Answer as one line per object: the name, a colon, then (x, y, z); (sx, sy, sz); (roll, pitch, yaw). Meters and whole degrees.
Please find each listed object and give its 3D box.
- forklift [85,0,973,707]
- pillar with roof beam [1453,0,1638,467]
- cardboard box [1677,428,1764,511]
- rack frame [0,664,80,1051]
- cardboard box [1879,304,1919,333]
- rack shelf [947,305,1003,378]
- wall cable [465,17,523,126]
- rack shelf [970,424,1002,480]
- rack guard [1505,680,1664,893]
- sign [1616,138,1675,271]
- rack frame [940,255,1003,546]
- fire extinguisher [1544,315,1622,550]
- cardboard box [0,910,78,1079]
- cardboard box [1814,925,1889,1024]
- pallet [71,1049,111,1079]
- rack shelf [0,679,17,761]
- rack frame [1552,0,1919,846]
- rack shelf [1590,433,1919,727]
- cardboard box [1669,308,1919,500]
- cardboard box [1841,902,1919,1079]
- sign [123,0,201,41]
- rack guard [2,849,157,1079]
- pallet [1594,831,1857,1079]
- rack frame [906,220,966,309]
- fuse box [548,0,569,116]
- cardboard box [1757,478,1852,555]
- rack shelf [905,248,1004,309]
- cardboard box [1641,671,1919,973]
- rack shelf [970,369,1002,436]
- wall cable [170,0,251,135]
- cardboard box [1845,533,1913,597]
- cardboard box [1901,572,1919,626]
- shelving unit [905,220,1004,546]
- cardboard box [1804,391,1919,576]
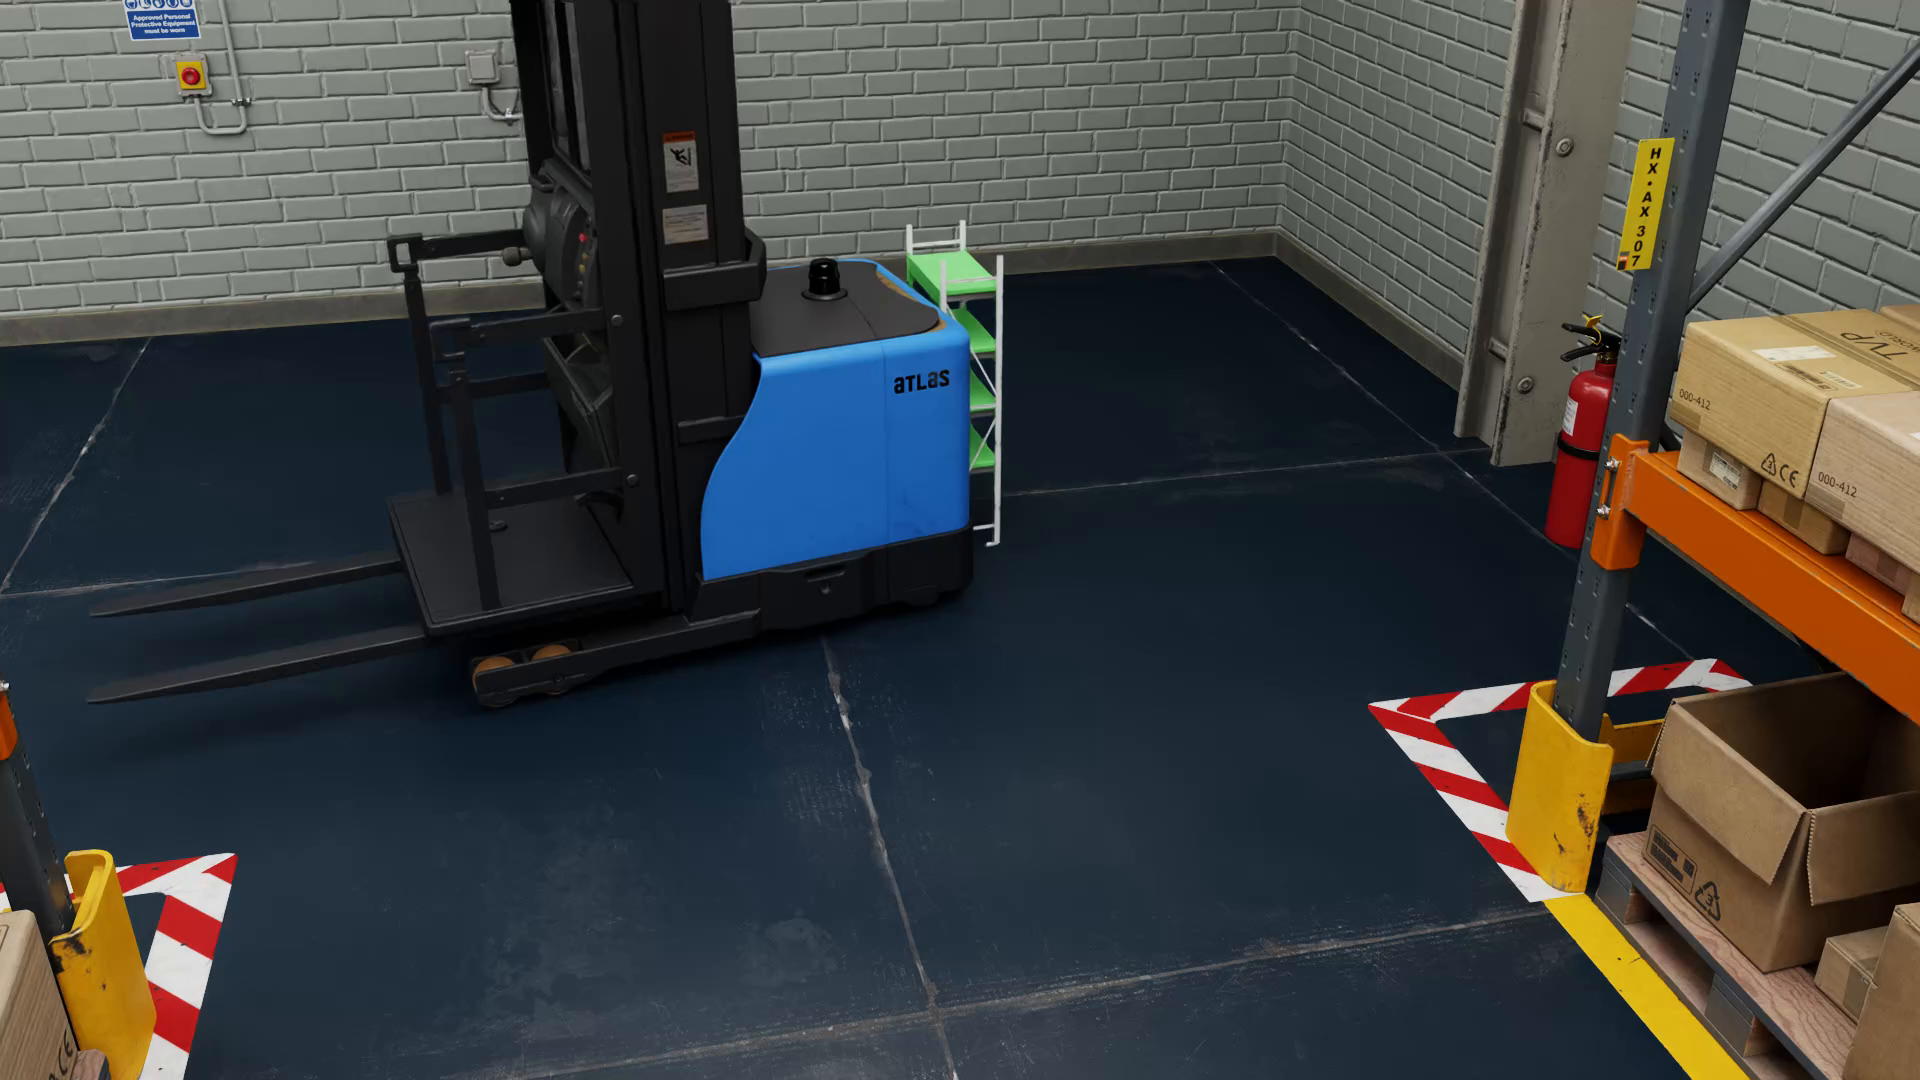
forklift: (-1.512, -1.014, 5.506); (3.031, 2.935, 1.130); (-11, 29, -21)
pillar with roof beam: (-1.707, -4.008, 4.704); (9.100, 9.000, 0.400); (-6, 27, -12)
cardboard box: (2.024, -0.208, 4.111); (0.380, 0.149, 0.250); (-6, 27, -12)
rack frame: (-2.618, 0.014, 3.394); (1.000, 3.000, 0.127); (-6, 27, -12)
cardboard box: (2.579, -0.383, 4.016); (0.500, 0.250, 0.500); (-5, 27, -10)
rack shelf: (-0.026, -0.770, 6.553); (0.258, 0.148, 0.480); (-8, 28, -15)
wall cable: (-2.533, -3.062, 8.360); (0.588, 1.984, 0.122); (-6, 27, -12)
rack shelf: (-0.026, -0.341, 6.769); (0.258, 0.148, 0.480); (-8, 28, -15)
rack guard: (2.234, 0.657, 4.893); (1.175, 0.500, 0.348); (-6, 27, -12)
sign: (1.688, -0.823, 4.091); (0.100, 0.325, 0.005); (-6, 27, -12)
rack frame: (0.043, -0.507, 6.423); (0.240, 1.200, 0.015); (-8, 28, -15)
fire extinguisher: (1.733, -0.309, 4.532); (0.296, 0.674, 0.183); (-6, 27, -12)
cardboard box: (-2.372, 1.250, 3.323); (0.875, 0.438, 0.875); (-7, 28, -13)
cardboard box: (2.320, 1.062, 4.015); (0.380, 0.149, 0.250); (-7, 28, -14)
pallet: (-2.362, 1.602, 3.342); (1.003, 0.211, 1.213); (-6, 27, -12)
rack shelf: (-2.168, 1.213, 1.816); (1.077, 0.370, 4.000); (-6, 27, -12)
rack frame: (2.217, -0.492, 4.396); (1.000, 3.000, 0.127); (-6, 27, -12)
rack shelf: (2.668, 0.707, 2.818); (1.077, 0.370, 4.000); (-6, 27, -12)
cardboard box: (2.057, -0.331, 3.914); (0.500, 0.250, 0.500); (-6, 27, -11)
cardboard box: (2.417, 1.094, 3.562); (0.700, 0.500, 0.500); (-5, 27, -9)
sign: (-3.973, -2.602, 8.276); (0.327, 0.218, 0.001); (-6, 27, -12)
rack guard: (-2.624, 1.119, 3.978); (1.175, 0.500, 0.348); (-6, 27, -12)
pallet: (2.415, 1.136, 4.265); (1.003, 0.211, 1.213); (-6, 27, -12)
rack frame: (-0.095, -0.718, 6.841); (0.240, 1.200, 0.015); (-8, 28, -15)
fuse box: (-1.832, -2.033, 8.879); (0.539, 1.711, 0.414); (-6, 27, -12)
cardboard box: (2.126, -0.101, 3.899); (0.380, 0.149, 0.250); (-5, 27, -10)
rack shelf: (-0.026, -0.984, 6.444); (0.258, 0.148, 0.480); (-8, 28, -15)
cardboard box: (2.262, 0.713, 4.312); (0.797, 0.503, 0.637); (-7, 28, -14)
rack shelf: (-0.026, -0.555, 6.661); (0.258, 0.148, 0.480); (-8, 28, -15)
wall cable: (-3.912, -2.927, 8.057); (0.585, 1.953, 0.123); (-6, 27, -12)
cardboard box: (2.219, 0.011, 3.678); (0.380, 0.149, 0.250); (-6, 27, -12)
cardboard box: (2.216, 0.128, 3.445); (0.380, 0.149, 0.250); (-5, 27, -10)
shelving unit: (-0.026, -0.612, 6.632); (0.258, 1.200, 0.503); (-8, 28, -15)
cardboard box: (2.170, -0.110, 3.475); (0.500, 0.250, 0.500); (-6, 27, -11)
